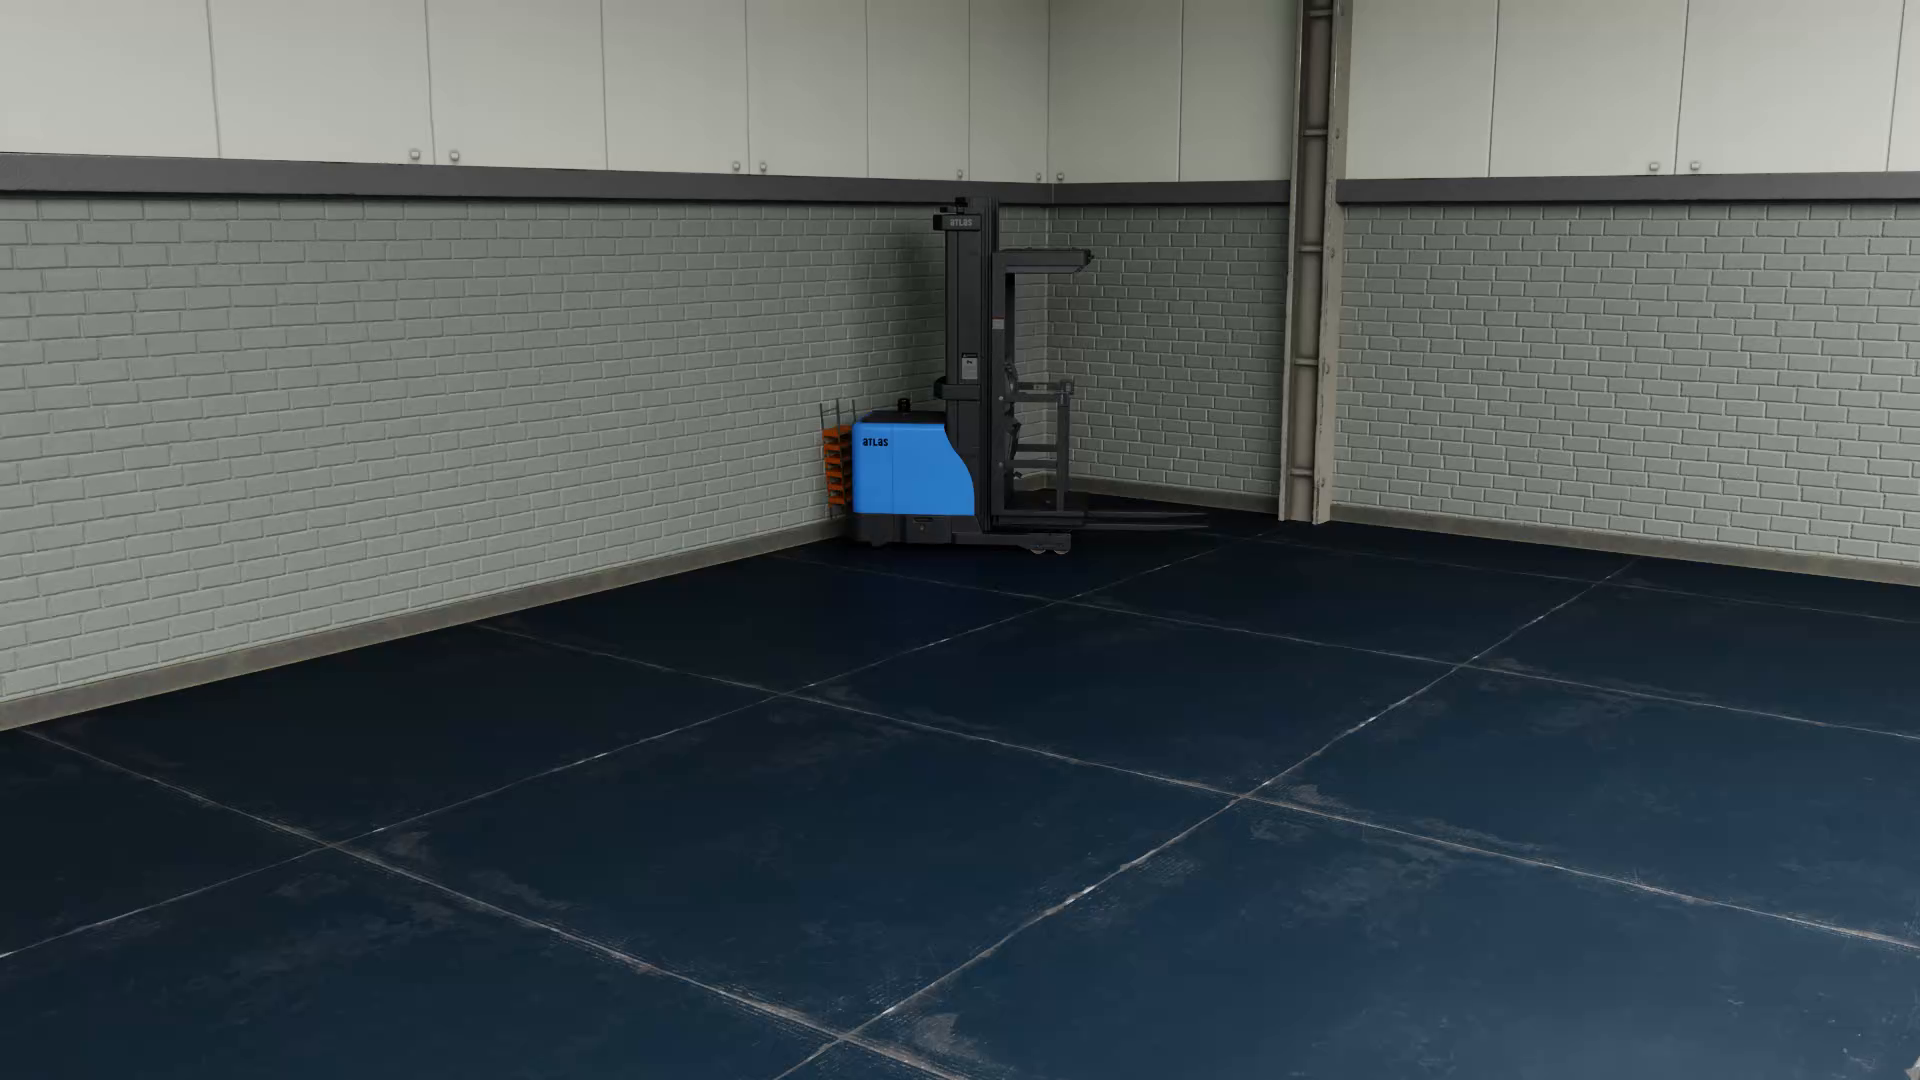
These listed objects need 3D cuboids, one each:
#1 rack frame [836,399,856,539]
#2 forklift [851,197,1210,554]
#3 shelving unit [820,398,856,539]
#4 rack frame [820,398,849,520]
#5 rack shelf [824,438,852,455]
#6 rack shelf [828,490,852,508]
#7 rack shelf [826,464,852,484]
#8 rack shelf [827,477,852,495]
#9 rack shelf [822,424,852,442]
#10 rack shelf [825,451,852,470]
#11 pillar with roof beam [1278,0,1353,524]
[{"bbox_3d":[-0.949,-0.612,14.490,0.006,1.200,0.240,8,20,36],"label":"rack frame"},{"bbox_3d":[0.625,-1.426,14.185,3.031,2.935,1.130,1,11,6],"label":"forklift"},{"bbox_3d":[-1.022,-0.623,14.544,0.189,1.200,0.258,8,20,36],"label":"shelving unit"},{"bbox_3d":[-1.096,-0.633,14.598,0.006,1.200,0.240,8,20,36],"label":"rack frame"},{"bbox_3d":[-1.036,-0.810,14.489,0.180,0.103,0.258,8,20,36],"label":"rack shelf"},{"bbox_3d":[-1.003,-0.350,14.623,0.180,0.103,0.258,8,20,36],"label":"rack shelf"},{"bbox_3d":[-1.019,-0.580,14.556,0.180,0.103,0.258,8,20,36],"label":"rack shelf"},{"bbox_3d":[-1.011,-0.465,14.590,0.180,0.103,0.258,8,20,36],"label":"rack shelf"},{"bbox_3d":[-1.044,-0.925,14.456,0.180,0.103,0.258,8,20,36],"label":"rack shelf"},{"bbox_3d":[-1.028,-0.695,14.523,0.180,0.103,0.258,8,20,36],"label":"rack shelf"},{"bbox_3d":[0.663,-3.948,11.243,0.400,9.000,9.100,8,13,36],"label":"pillar with roof beam"}]
